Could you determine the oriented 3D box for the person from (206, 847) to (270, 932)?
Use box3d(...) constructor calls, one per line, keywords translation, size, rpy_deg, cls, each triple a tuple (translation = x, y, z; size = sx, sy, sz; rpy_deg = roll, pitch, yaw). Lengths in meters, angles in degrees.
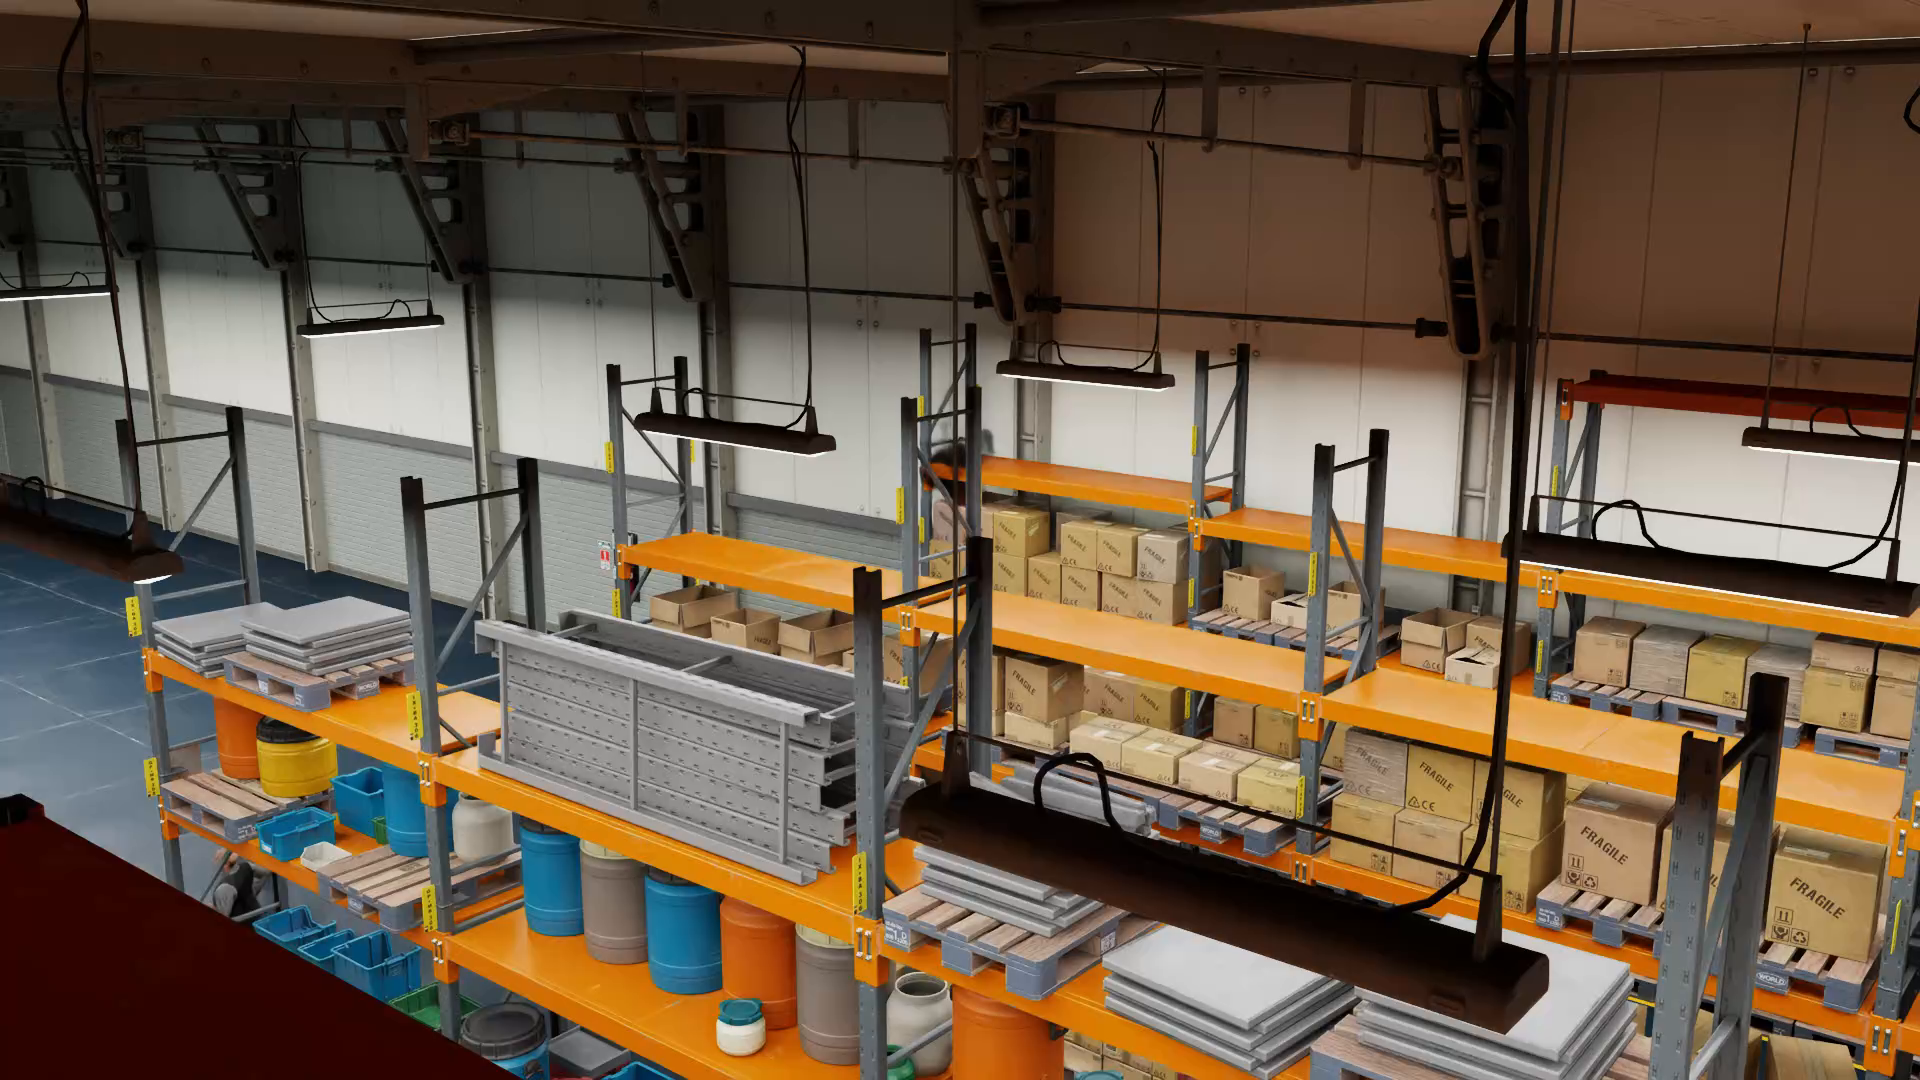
box3d(translation=(-6.908, 3.717, 15.983), size=(0.630, 1.705, 0.687), rpy_deg=(-2, 13, -7), cls="person")
